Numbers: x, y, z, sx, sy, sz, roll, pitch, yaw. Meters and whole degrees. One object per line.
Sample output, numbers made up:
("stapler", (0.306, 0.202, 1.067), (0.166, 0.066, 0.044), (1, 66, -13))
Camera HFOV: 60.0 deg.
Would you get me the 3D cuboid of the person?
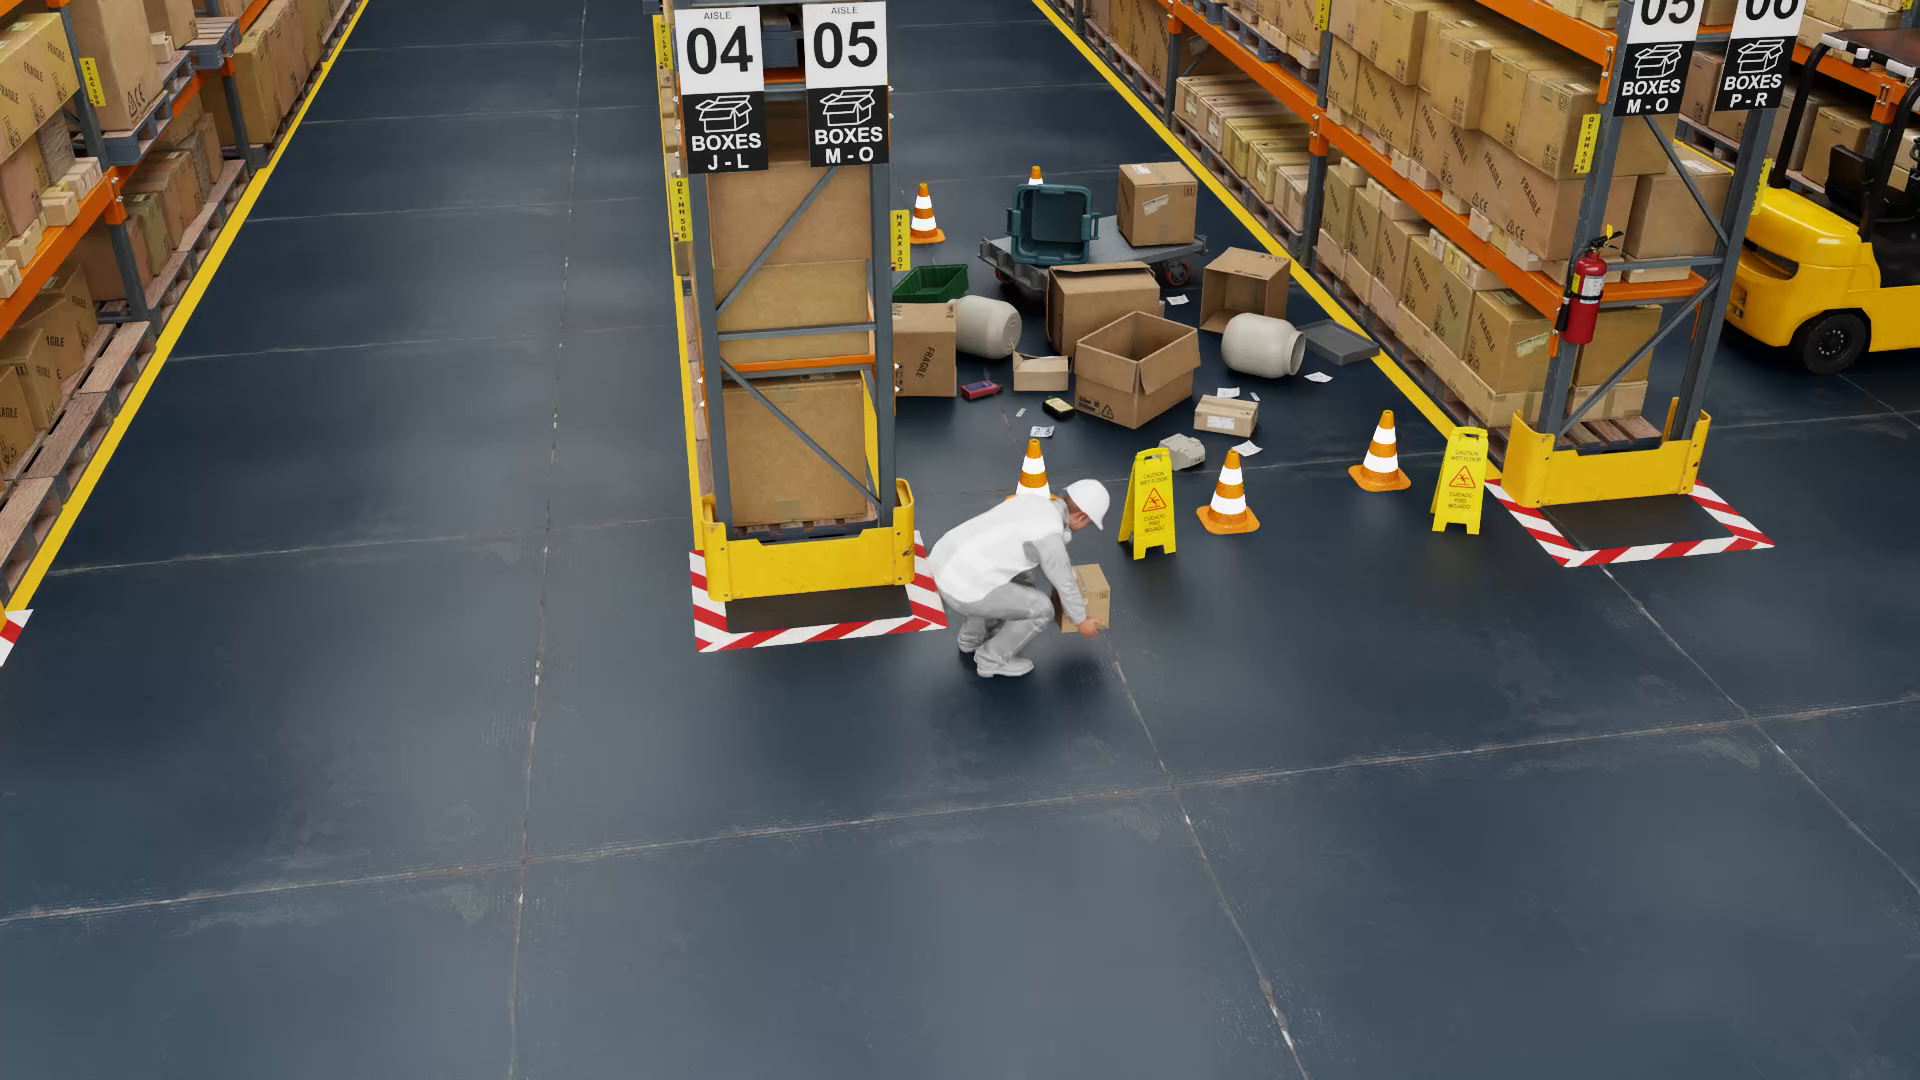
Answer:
("person", (0.307, 0.186, 8.569), (0.934, 0.997, 0.500), (-6, 31, -10))
